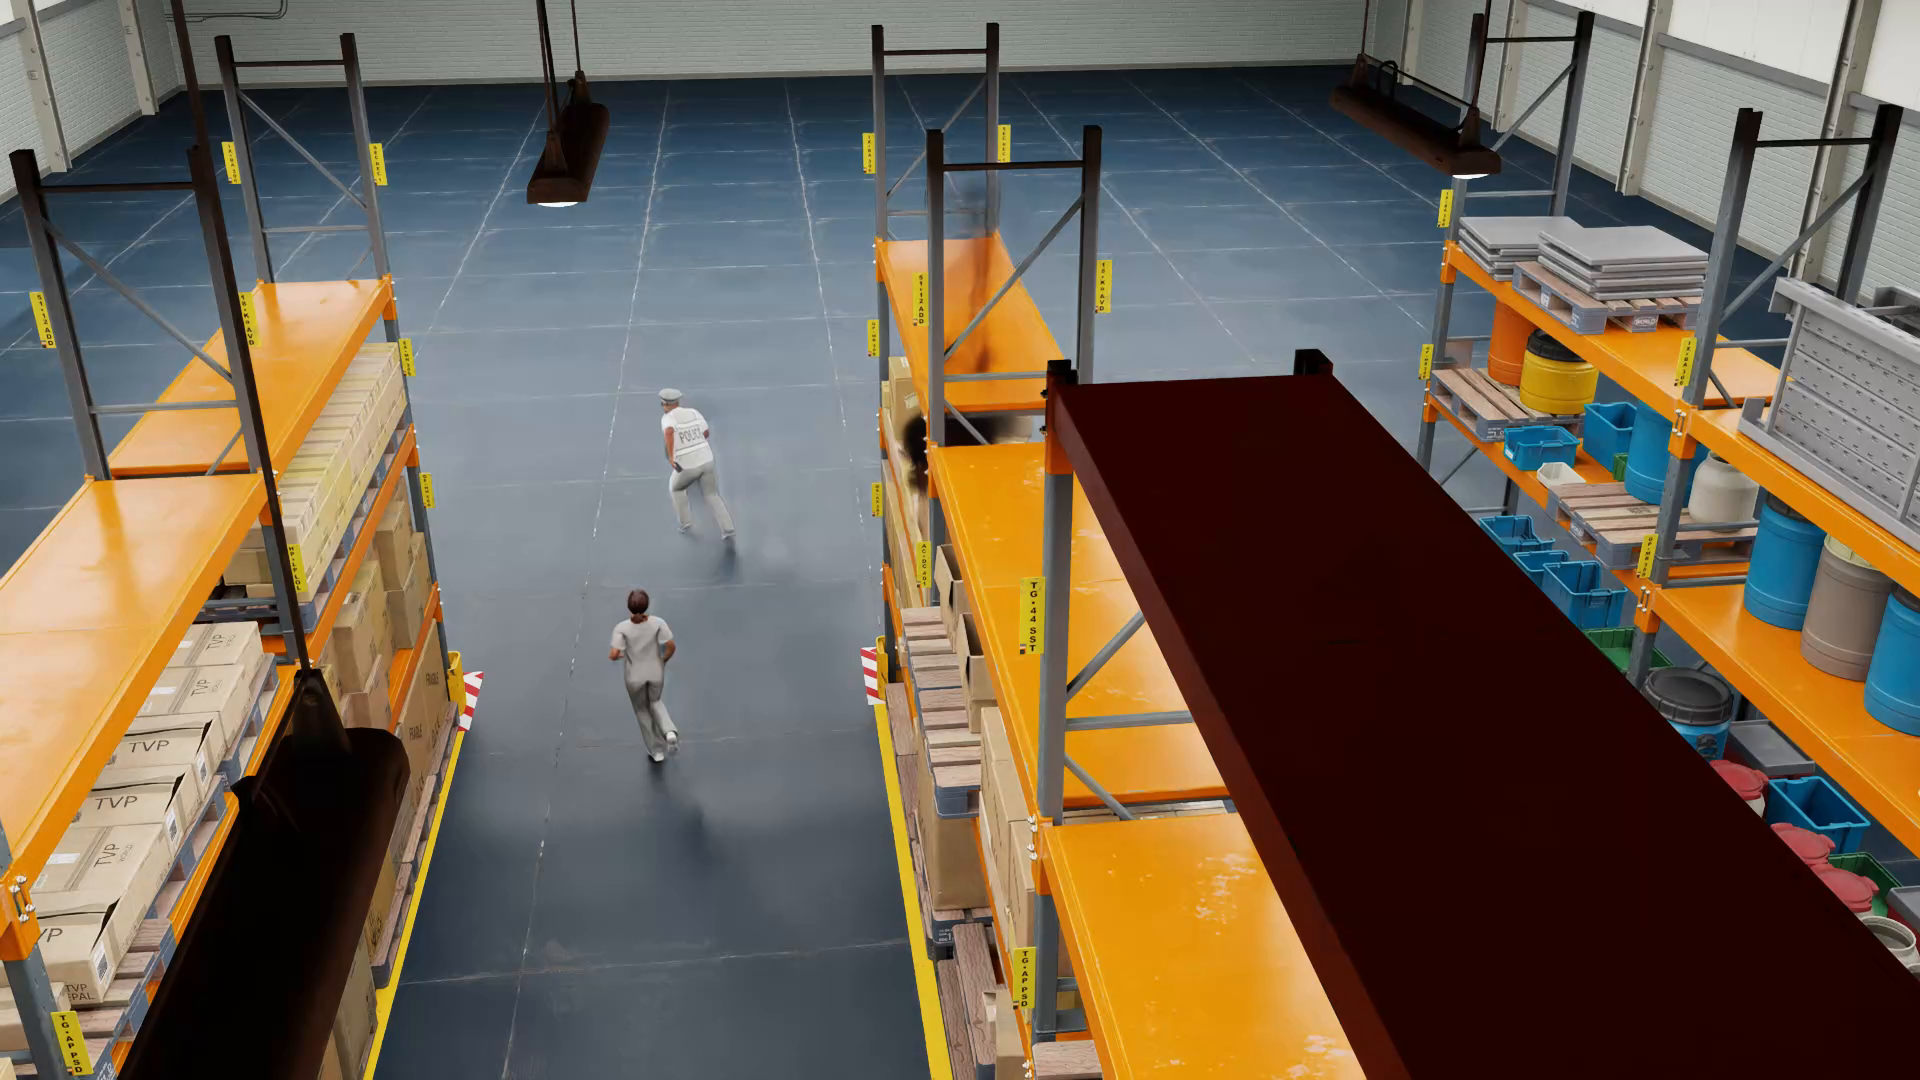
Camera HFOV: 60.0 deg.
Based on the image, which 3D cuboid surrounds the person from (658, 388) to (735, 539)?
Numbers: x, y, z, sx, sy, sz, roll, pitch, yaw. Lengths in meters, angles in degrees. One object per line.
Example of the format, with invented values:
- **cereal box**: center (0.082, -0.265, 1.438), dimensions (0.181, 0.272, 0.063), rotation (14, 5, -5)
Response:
- **person**: center (-2.888, -0.729, 18.207), dimensions (1.017, 1.714, 0.707), rotation (21, 32, 37)

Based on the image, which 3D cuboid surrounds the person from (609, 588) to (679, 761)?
- **person**: center (-2.692, 1.171, 14.177), dimensions (0.560, 1.639, 0.603), rotation (-10, 27, -21)
